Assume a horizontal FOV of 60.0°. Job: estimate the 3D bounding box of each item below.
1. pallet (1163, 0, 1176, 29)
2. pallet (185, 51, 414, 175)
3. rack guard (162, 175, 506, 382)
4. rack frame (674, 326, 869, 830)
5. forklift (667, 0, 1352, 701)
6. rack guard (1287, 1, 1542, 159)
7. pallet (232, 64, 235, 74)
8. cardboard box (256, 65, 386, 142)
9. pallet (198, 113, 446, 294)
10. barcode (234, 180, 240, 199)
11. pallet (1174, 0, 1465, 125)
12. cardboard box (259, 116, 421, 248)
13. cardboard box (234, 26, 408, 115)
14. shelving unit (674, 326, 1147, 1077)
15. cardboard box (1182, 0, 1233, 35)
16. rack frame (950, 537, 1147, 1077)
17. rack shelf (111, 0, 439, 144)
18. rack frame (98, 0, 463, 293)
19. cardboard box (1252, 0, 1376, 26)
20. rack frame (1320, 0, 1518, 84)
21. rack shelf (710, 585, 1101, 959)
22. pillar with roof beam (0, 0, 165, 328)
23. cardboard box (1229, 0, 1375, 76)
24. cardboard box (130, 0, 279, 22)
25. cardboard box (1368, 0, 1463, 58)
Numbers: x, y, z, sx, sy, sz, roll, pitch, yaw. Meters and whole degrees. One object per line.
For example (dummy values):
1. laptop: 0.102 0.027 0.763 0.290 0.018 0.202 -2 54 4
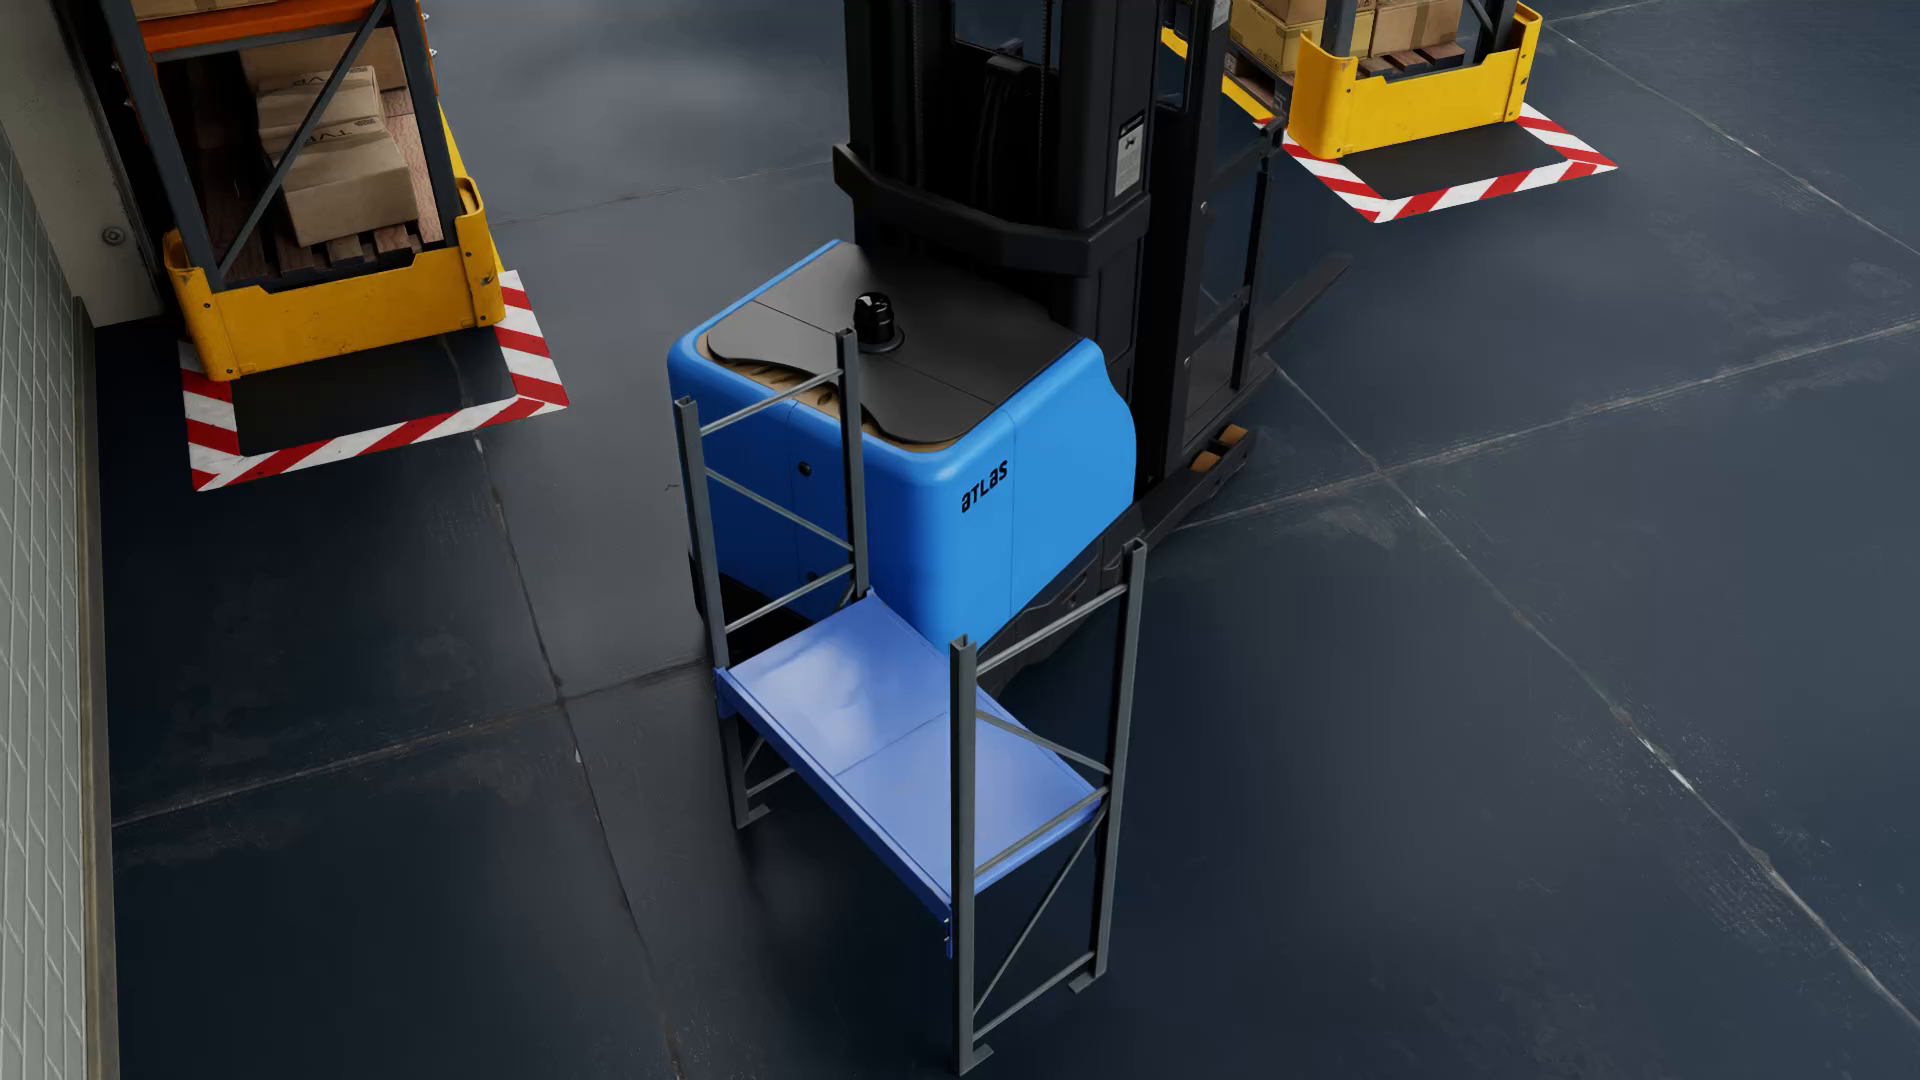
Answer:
1. pallet: 1.362 -3.307 9.434 1.003 0.211 1.213 -15 43 -17
2. pallet: -3.189 -2.163 8.104 1.003 0.211 1.213 -15 43 -17
3. rack guard: -2.448 -1.041 6.577 1.175 0.500 0.348 -15 43 -17
4. rack frame: -0.454 0.156 4.418 0.500 1.500 0.032 -28 48 -28
5. forklift: 0.422 -1.432 5.168 1.130 2.935 3.031 26 47 27
6. rack guard: 2.165 -2.218 7.946 1.175 0.500 0.348 -15 43 -17
7. pallet: -3.660 -2.899 8.959 1.003 0.211 1.213 -15 43 -17
8. cardboard box: -2.819 -1.873 7.352 0.500 0.311 0.500 -12 42 -13
9. pallet: -2.726 -1.429 7.250 1.003 0.211 1.213 -15 43 -17
10. barcode: -2.977 -1.444 6.846 0.001 0.075 0.075 -15 43 -17
11. pallet: 1.825 -2.574 8.581 1.003 0.211 1.213 -15 43 -17
12. cardboard box: -2.601 -1.529 6.952 0.500 0.311 0.500 -20 45 -22
13. cardboard box: -3.053 -2.399 7.819 0.700 0.500 0.500 -18 44 -20
14. shelving unit: -0.135 0.414 4.118 0.538 1.500 1.048 -28 48 -28
15. cardboard box: 1.476 -2.845 8.544 0.500 0.250 0.500 -15 43 -17
16. rack frame: 0.184 0.672 3.818 0.500 1.500 0.032 -28 48 -28
17. rack shelf: -3.184 -2.875 7.344 1.077 0.370 4.000 -15 43 -17
18. rack frame: -2.419 -1.943 5.708 1.000 3.000 0.127 -15 43 -17
19. cardboard box: 1.676 -2.830 7.953 0.500 0.500 0.500 -15 43 -17
20. rack frame: 2.156 -3.181 7.148 1.000 3.000 0.127 -15 43 -17
21. rack shelf: -0.135 0.550 4.236 0.538 0.185 1.000 -28 48 -28
22. pillar with roof beam: 0.491 -5.497 5.241 9.100 9.000 0.400 -15 43 -17
23. cardboard box: 1.678 -2.547 8.198 0.500 0.250 0.500 -15 43 -17
24. cardboard box: -2.777 -2.127 6.022 0.500 0.250 0.500 -15 43 -16
25. cardboard box: 2.156 -2.676 8.348 0.500 0.250 0.500 -15 43 -17
